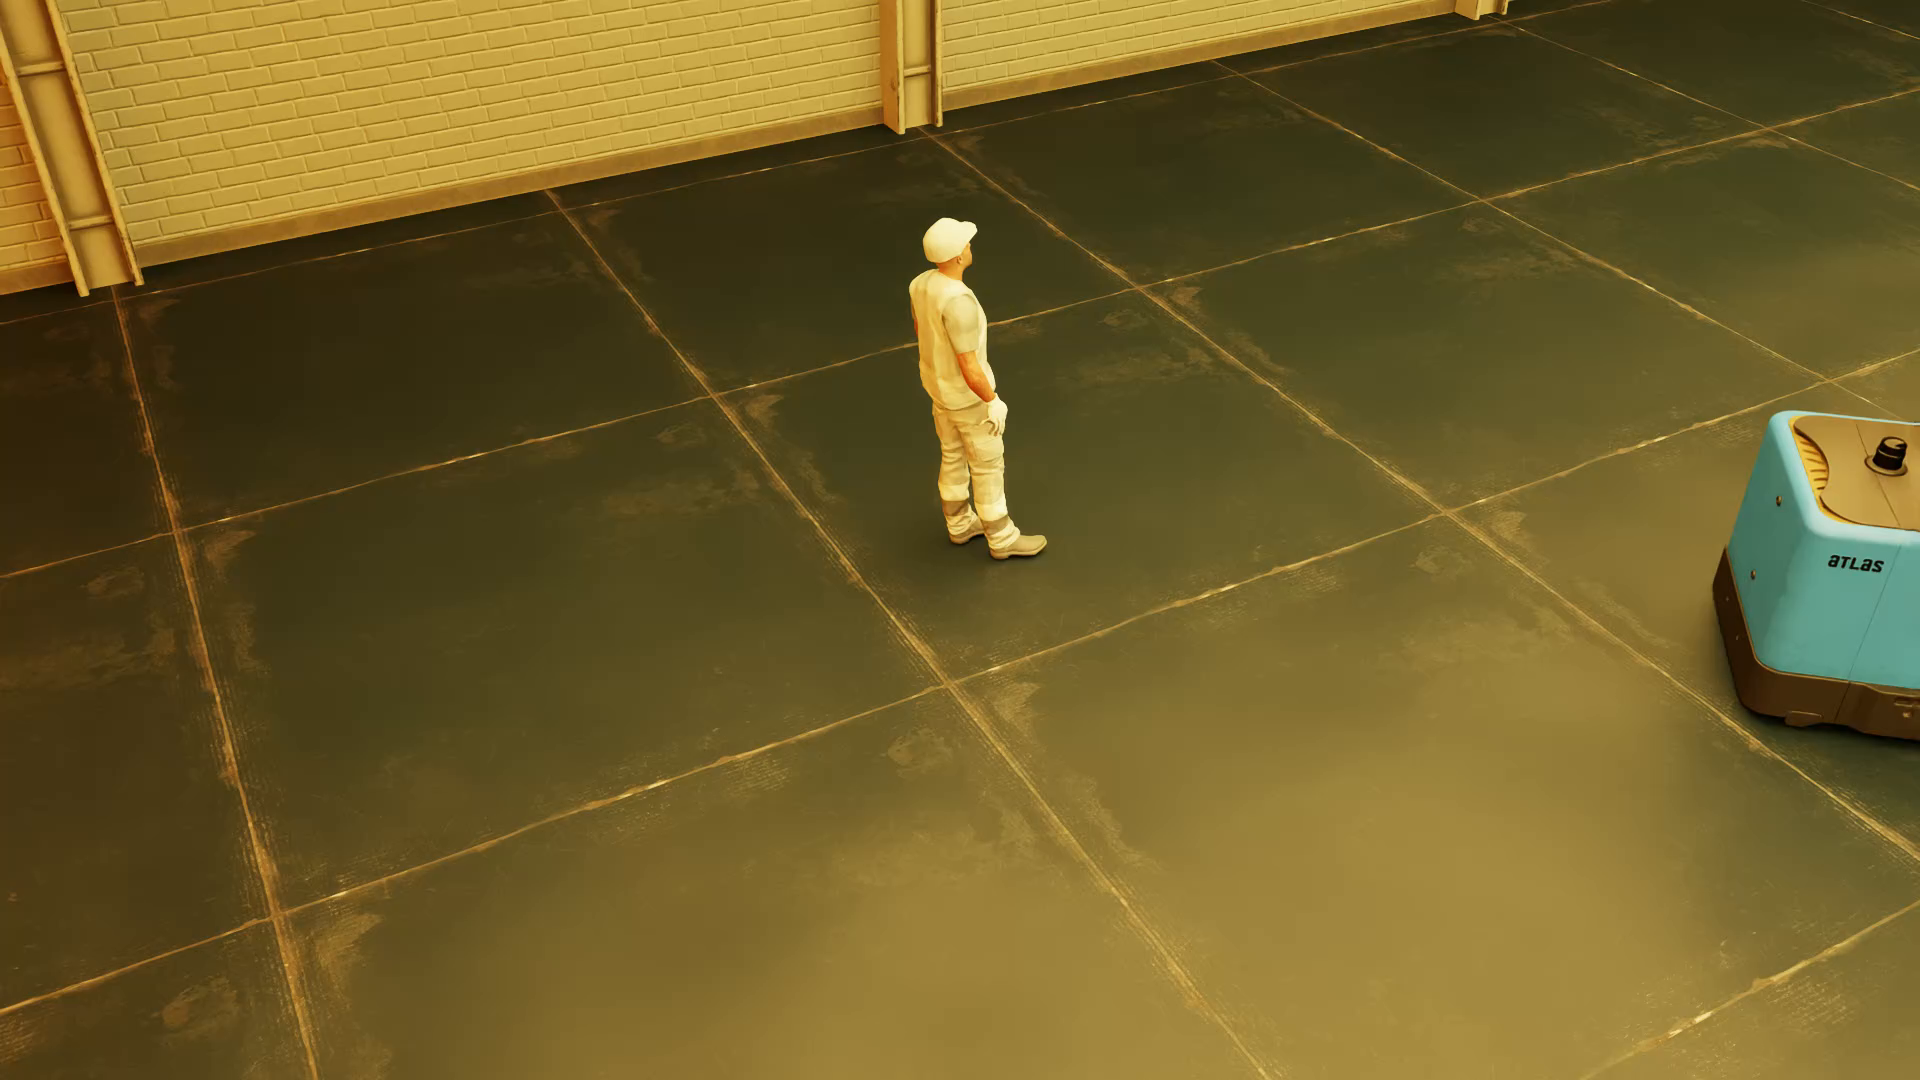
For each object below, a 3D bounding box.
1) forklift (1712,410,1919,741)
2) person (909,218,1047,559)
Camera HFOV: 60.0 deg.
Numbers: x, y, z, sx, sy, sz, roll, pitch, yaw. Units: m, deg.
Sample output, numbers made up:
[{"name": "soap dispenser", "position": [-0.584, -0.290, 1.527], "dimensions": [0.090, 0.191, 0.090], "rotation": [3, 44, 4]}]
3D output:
[{"name": "forklift", "position": [5.098, -0.476, 6.796], "dimensions": [3.031, 2.935, 1.130], "rotation": [7, 36, 10]}, {"name": "person", "position": [0.076, -0.752, 8.163], "dimensions": [0.564, 1.787, 0.637], "rotation": [-17, 39, -23]}]
